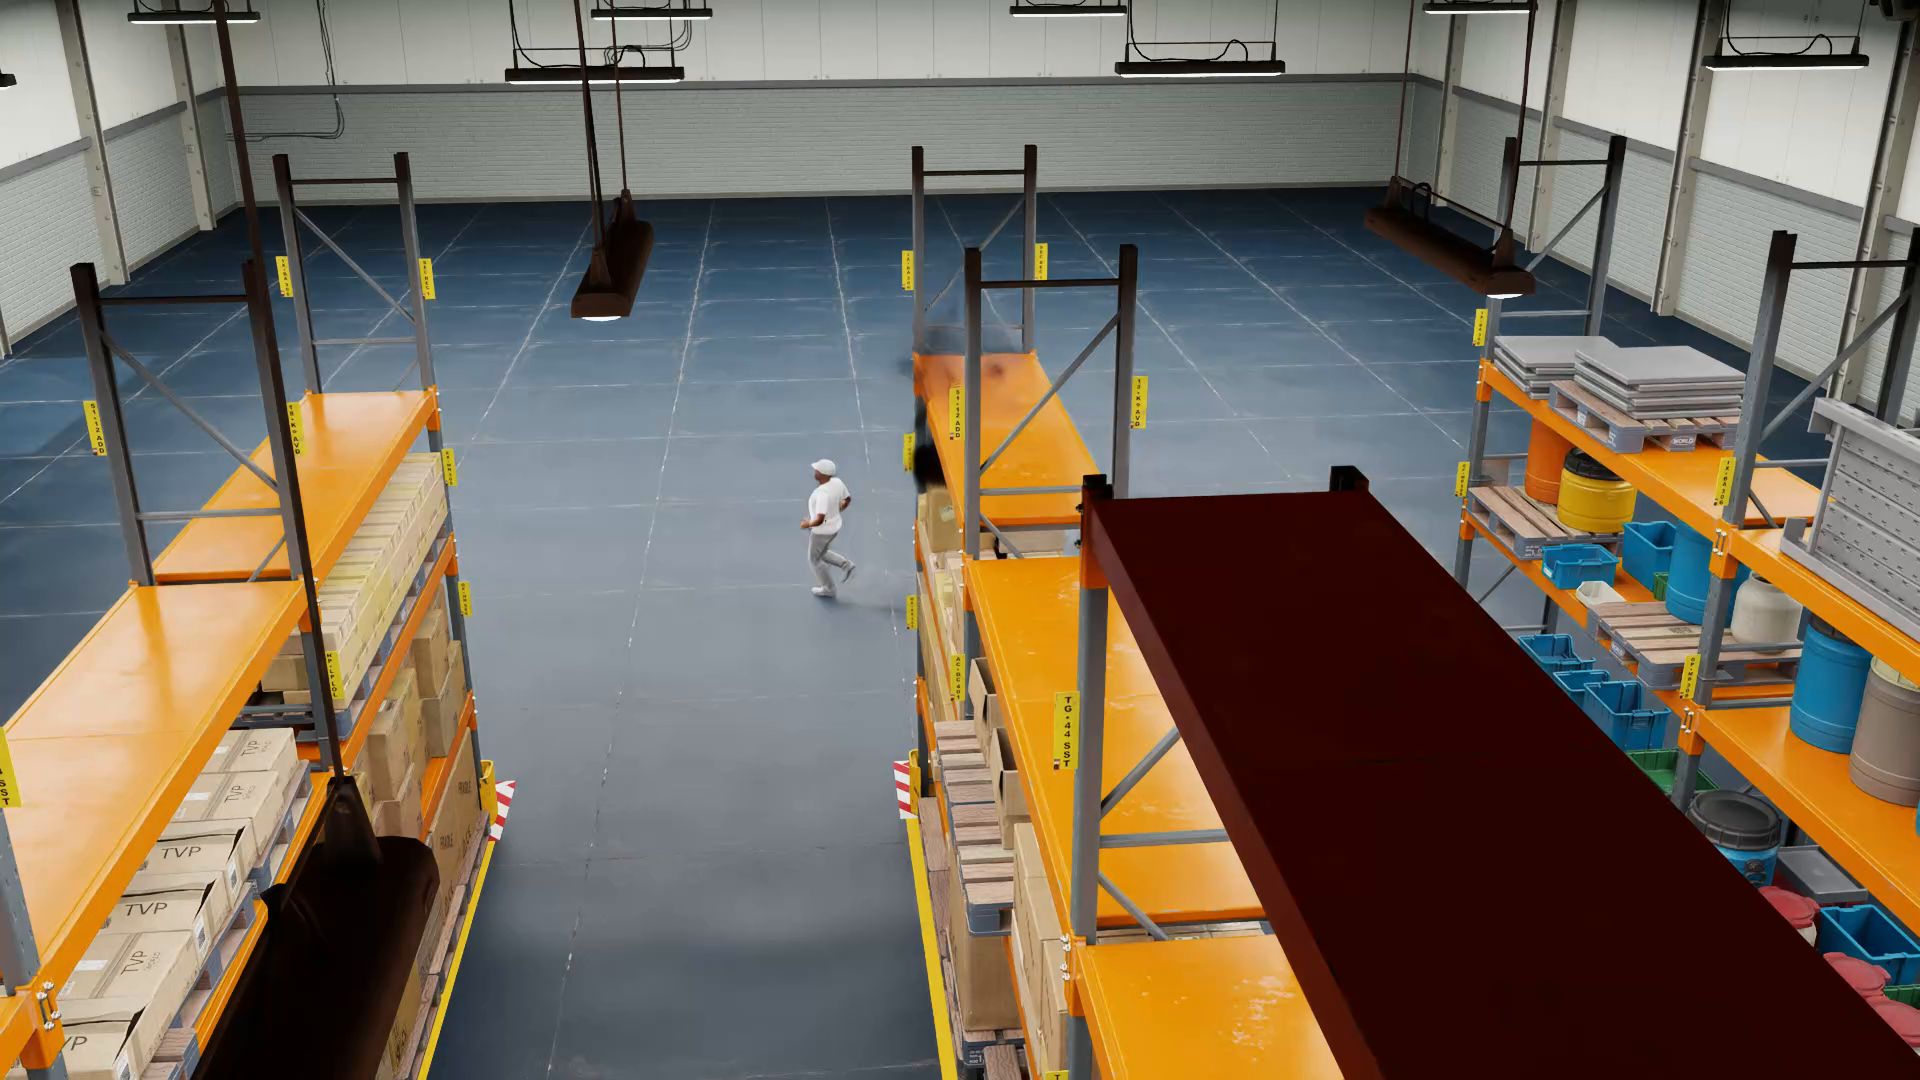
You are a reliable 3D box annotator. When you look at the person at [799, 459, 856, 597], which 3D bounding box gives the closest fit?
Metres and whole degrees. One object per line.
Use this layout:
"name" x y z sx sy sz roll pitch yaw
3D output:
"person" -1.570 -0.142 19.689 0.586 1.717 0.705 8 23 19
